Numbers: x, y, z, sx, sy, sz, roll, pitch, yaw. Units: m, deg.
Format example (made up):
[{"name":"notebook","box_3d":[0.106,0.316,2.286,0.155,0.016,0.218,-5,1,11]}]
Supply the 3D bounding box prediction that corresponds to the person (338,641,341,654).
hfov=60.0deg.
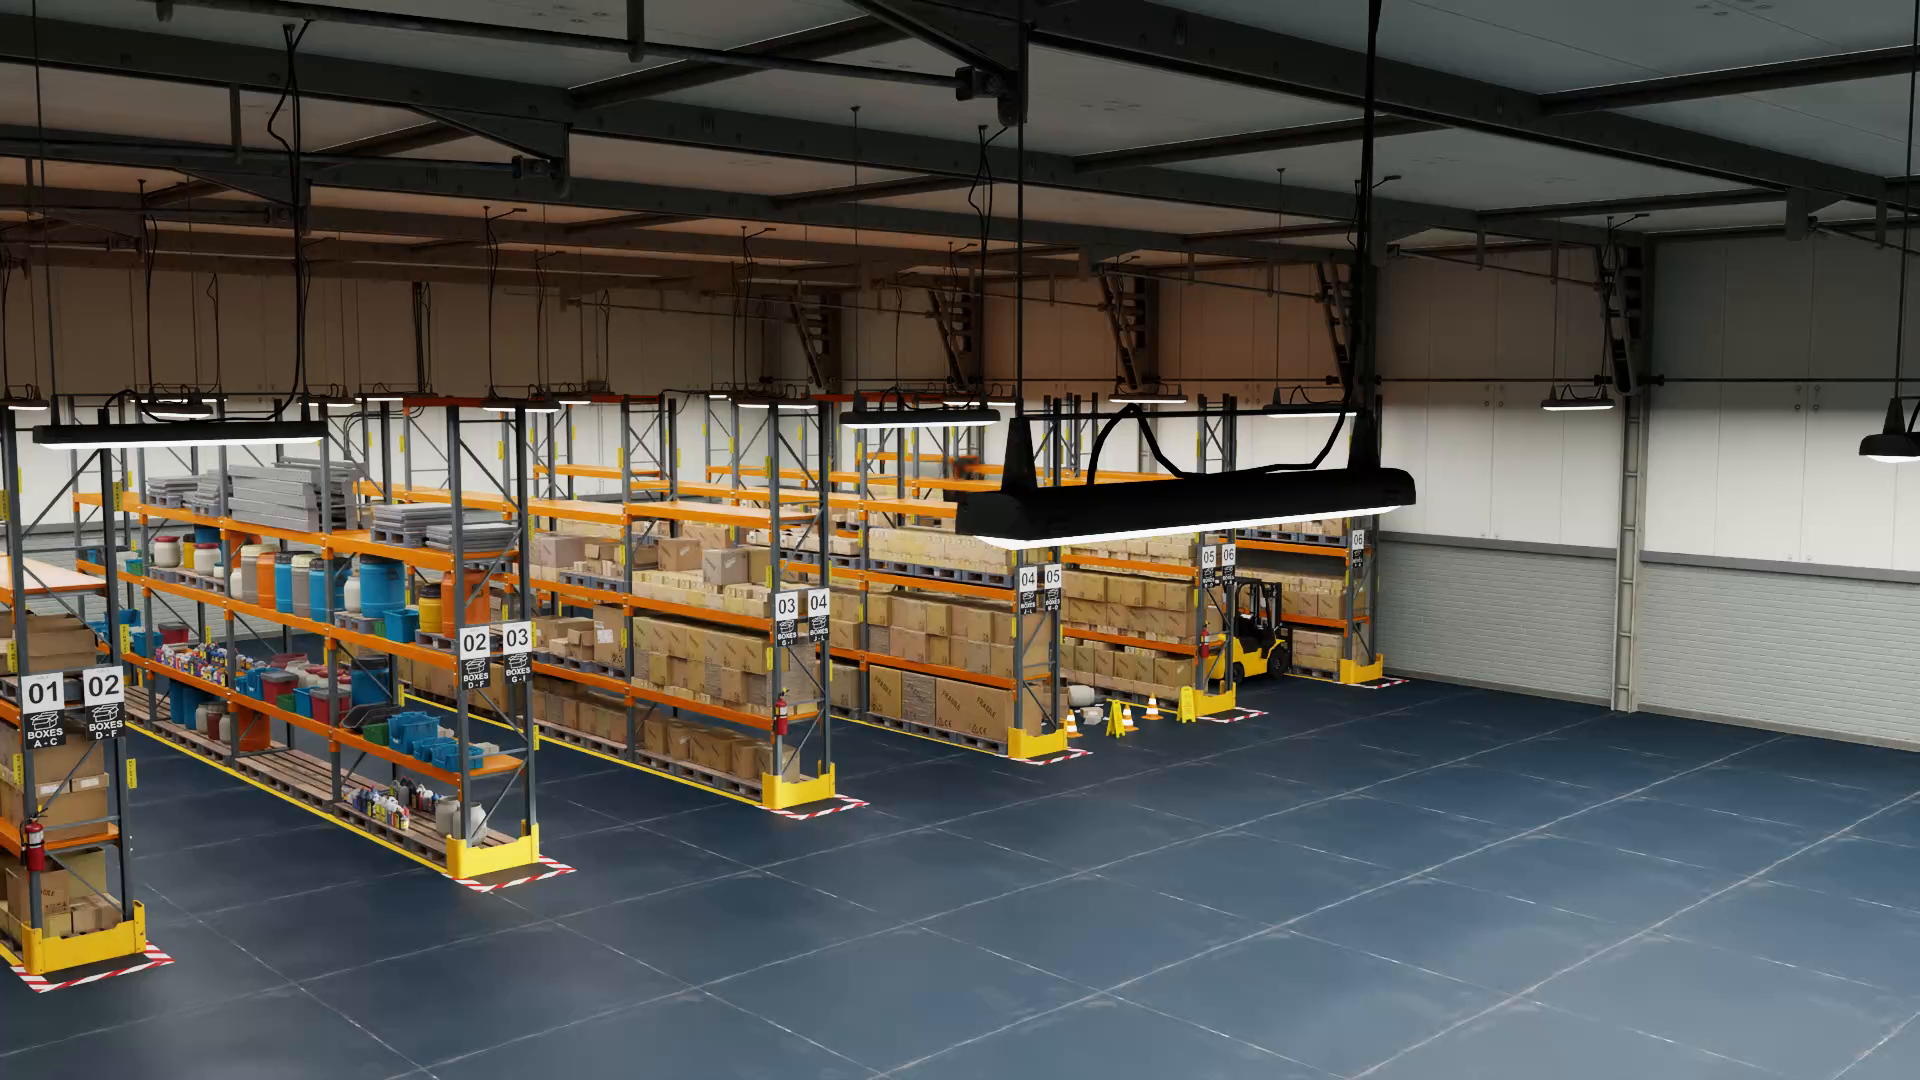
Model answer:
[{"name":"person","box_3d":[-14.231,1.820,38.260,0.960,1.645,0.695,4,7,37]}]
